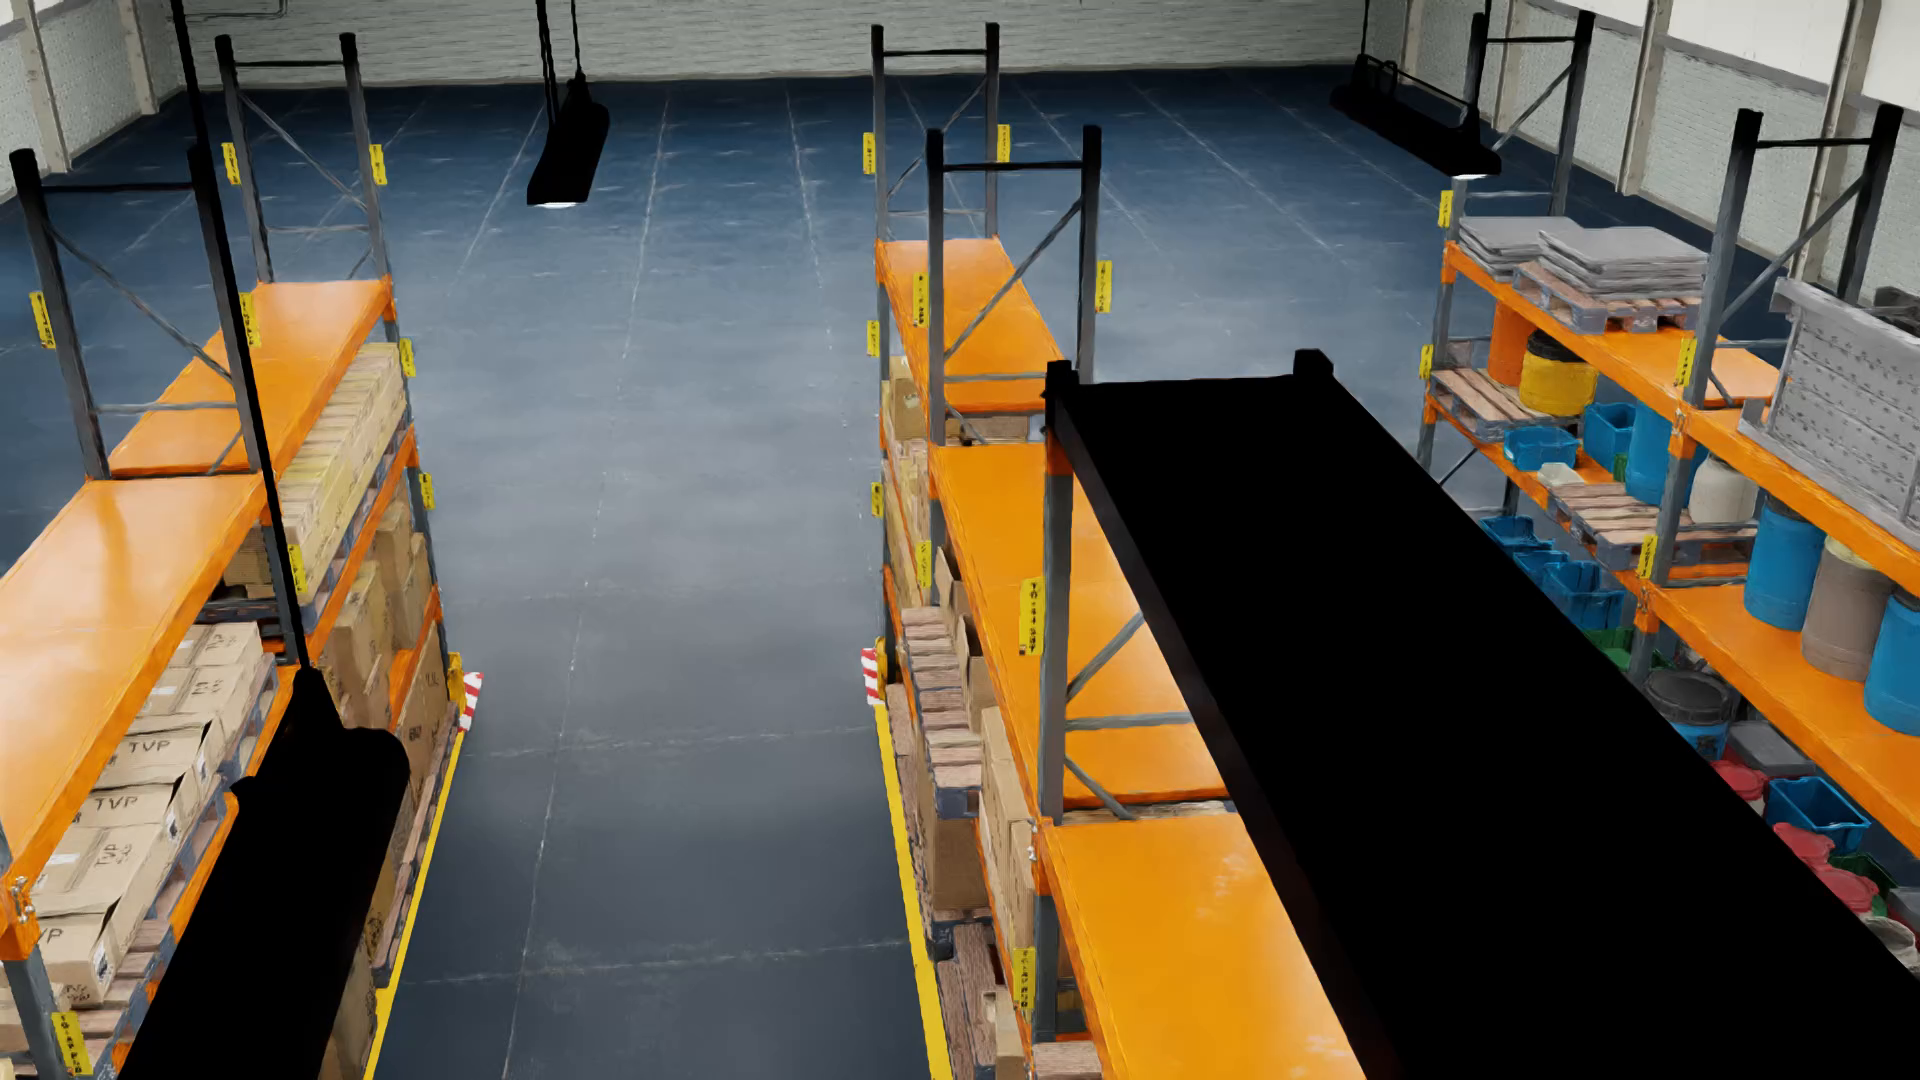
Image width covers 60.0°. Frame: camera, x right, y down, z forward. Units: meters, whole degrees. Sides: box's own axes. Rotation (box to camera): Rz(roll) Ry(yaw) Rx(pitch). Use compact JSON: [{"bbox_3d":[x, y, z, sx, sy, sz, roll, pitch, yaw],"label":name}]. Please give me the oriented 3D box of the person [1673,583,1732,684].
[{"bbox_3d":[6.503,1.009,14.406,0.677,1.726,0.574,-4,26,-8],"label":"person"}]
